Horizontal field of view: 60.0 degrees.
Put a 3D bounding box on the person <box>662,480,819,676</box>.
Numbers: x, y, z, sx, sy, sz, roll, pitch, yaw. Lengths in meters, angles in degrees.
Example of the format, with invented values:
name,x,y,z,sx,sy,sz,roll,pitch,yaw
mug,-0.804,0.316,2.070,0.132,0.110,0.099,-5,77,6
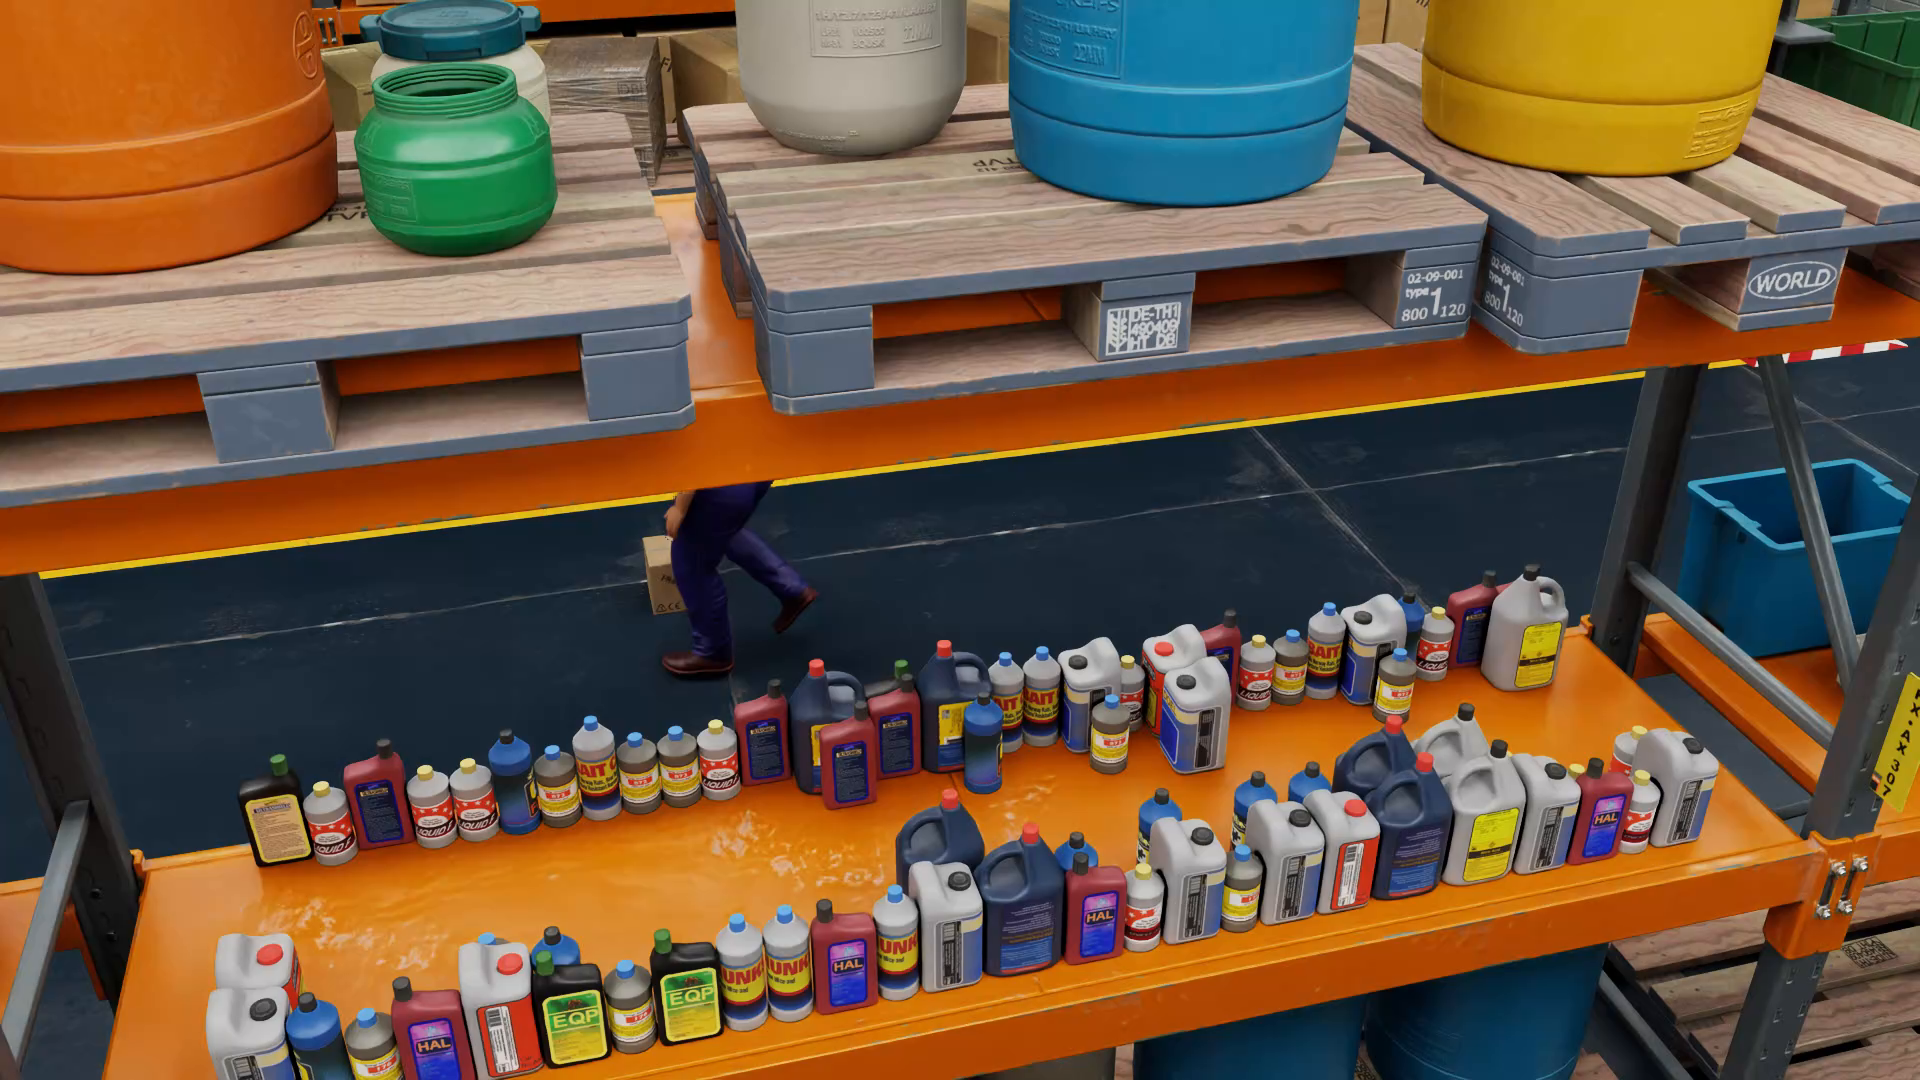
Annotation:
name,x,y,z,sx,sy,sz,roll,pitch,yaw
person,-0.907,-0.216,6.479,0.572,1.635,0.524,9,32,15
